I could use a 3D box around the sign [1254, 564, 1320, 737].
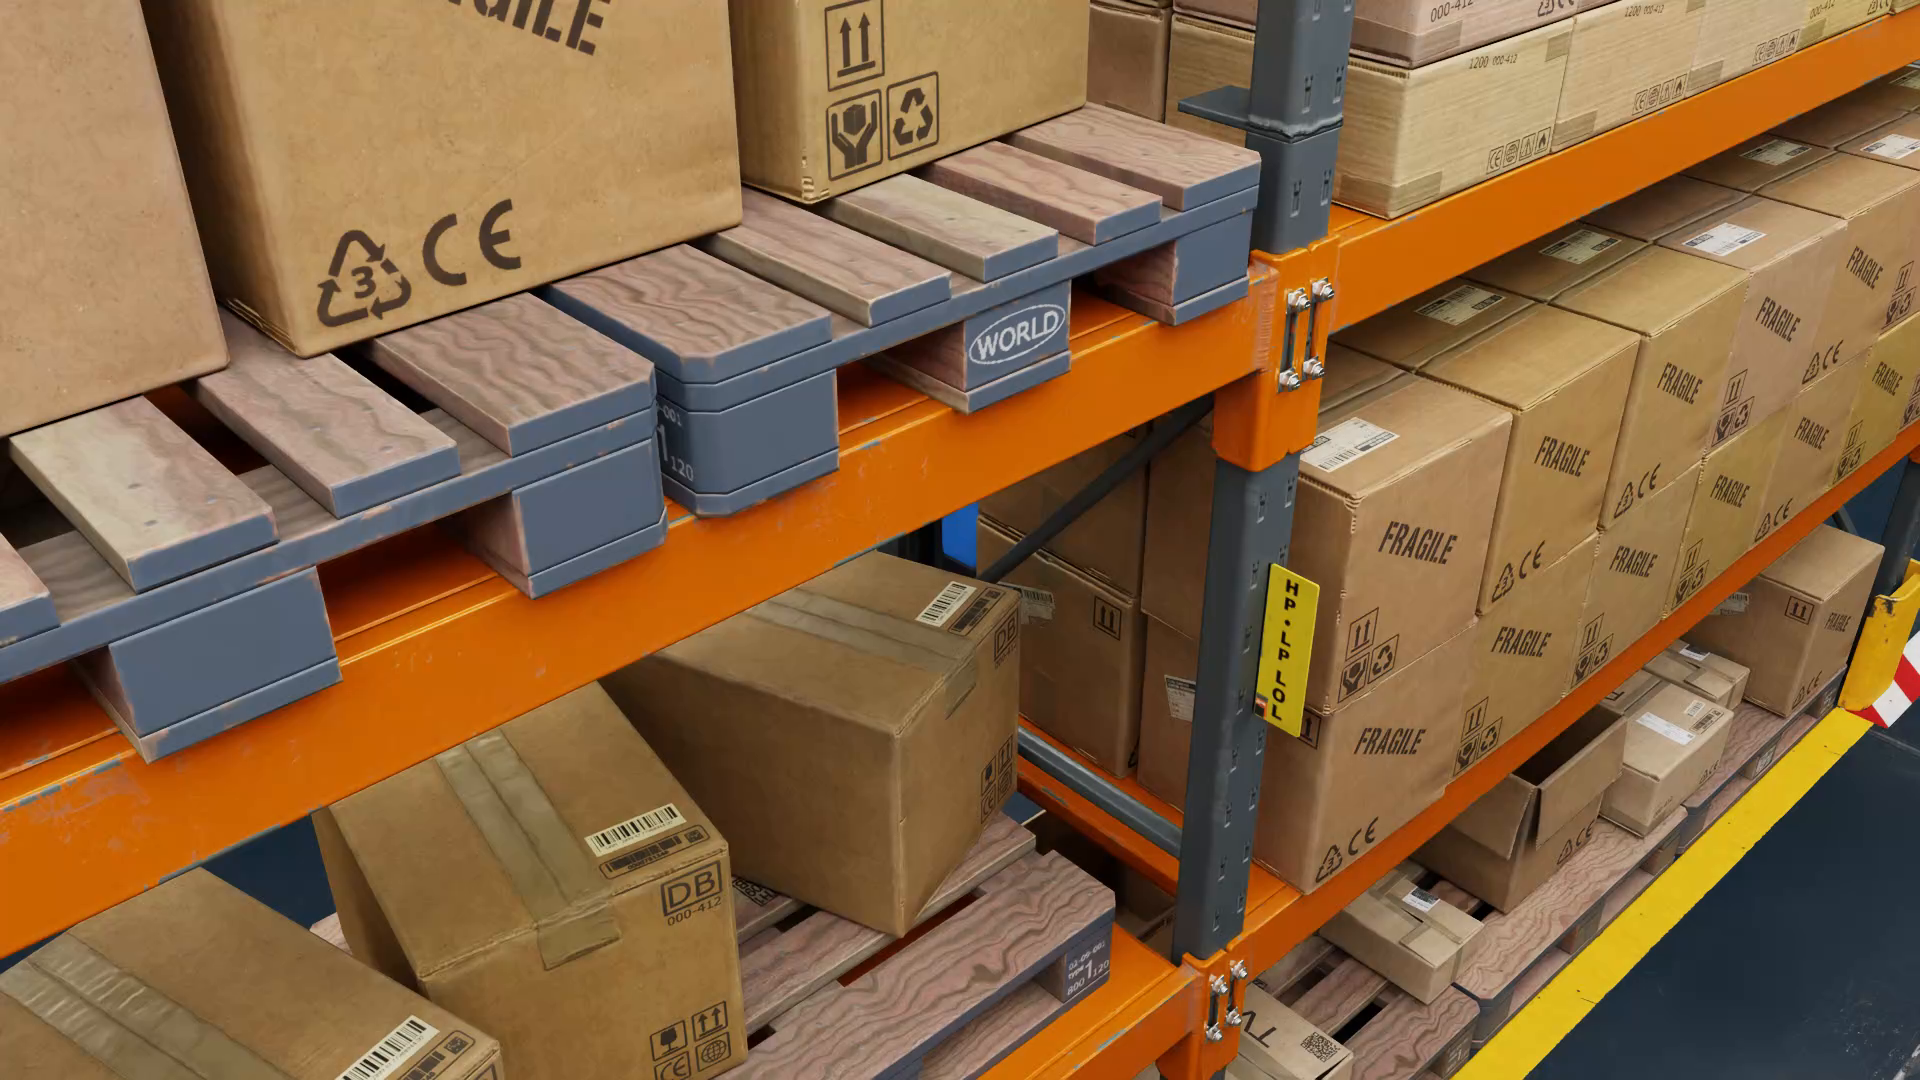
[{"bbox_3d":[0.576,0.198,2.941,0.005,0.325,0.100,-26,40,-35],"label":"sign"}]

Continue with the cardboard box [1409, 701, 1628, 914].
[{"bbox_3d":[1.570,0.690,5.217,0.637,0.503,0.797,-26,40,-35],"label":"cardboard box"}]

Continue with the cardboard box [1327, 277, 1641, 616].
[{"bbox_3d":[1.111,-0.231,3.698,0.500,0.500,0.500,-27,41,-37],"label":"cardboard box"}]

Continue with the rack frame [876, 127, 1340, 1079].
[{"bbox_3d":[0.196,0.481,3.588,0.127,3.000,1.000,-26,40,-35],"label":"rack frame"}]

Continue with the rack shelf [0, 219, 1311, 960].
[{"bbox_3d":[-1.270,0.218,1.833,4.000,0.370,1.077,-26,40,-35],"label":"rack shelf"}]

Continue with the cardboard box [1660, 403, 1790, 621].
[{"bbox_3d":[1.869,-0.178,4.571,0.500,0.500,0.500,-26,40,-36],"label":"cardboard box"}]

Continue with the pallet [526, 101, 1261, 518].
[{"bbox_3d":[-0.330,-0.514,2.520,1.003,0.211,1.213,-26,40,-35],"label":"pallet"}]

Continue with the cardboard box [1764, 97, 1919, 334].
[{"bbox_3d":[2.620,-0.964,4.897,0.500,0.500,0.500,-25,39,-34],"label":"cardboard box"}]

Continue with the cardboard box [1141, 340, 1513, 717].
[{"bbox_3d":[0.733,-0.048,3.398,0.500,0.500,0.500,-25,39,-34],"label":"cardboard box"}]

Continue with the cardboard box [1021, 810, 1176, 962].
[{"bbox_3d":[0.421,1.049,4.633,0.500,0.500,0.500,-26,40,-35],"label":"cardboard box"}]

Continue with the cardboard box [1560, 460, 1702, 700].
[{"bbox_3d":[1.497,0.003,4.275,0.500,0.500,0.500,-26,40,-36],"label":"cardboard box"}]

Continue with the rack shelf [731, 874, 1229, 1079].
[{"bbox_3d":[-1.270,1.497,2.615,4.000,0.370,1.077,-26,40,-35],"label":"rack shelf"}]

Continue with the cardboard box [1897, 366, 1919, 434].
[{"bbox_3d":[2.986,-0.717,5.452,0.500,0.500,0.500,-24,39,-34],"label":"cardboard box"}]

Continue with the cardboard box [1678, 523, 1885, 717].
[{"bbox_3d":[2.898,0.228,5.976,0.500,0.500,0.500,-26,40,-35],"label":"cardboard box"}]

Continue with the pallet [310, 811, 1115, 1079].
[{"bbox_3d":[-0.464,0.805,3.243,1.213,0.211,1.003,-26,40,-35],"label":"pallet"}]

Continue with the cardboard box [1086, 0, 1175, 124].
[{"bbox_3d":[0.372,-1.009,3.293,0.500,0.250,0.500,-26,40,-35],"label":"cardboard box"}]

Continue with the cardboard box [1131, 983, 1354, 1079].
[{"bbox_3d":[0.651,1.374,4.283,0.500,0.311,0.500,-26,40,-35],"label":"cardboard box"}]

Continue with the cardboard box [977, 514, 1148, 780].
[{"bbox_3d":[0.388,0.163,4.012,0.500,0.500,0.500,-25,39,-35],"label":"cardboard box"}]

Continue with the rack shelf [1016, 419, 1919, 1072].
[{"bbox_3d":[1.663,0.079,4.936,4.000,0.370,1.077,-26,40,-35],"label":"rack shelf"}]

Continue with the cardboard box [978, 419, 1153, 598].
[{"bbox_3d":[0.391,-0.266,3.756,0.500,0.500,0.500,-26,40,-35],"label":"cardboard box"}]

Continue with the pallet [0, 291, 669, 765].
[{"bbox_3d":[-1.088,-0.145,1.916,1.003,0.211,1.213,-26,40,-35],"label":"pallet"}]

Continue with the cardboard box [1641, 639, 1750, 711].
[{"bbox_3d":[2.540,0.480,5.884,0.250,0.166,0.380,-26,40,-35],"label":"cardboard box"}]

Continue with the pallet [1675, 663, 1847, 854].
[{"bbox_3d":[2.490,0.562,6.129,1.213,0.211,1.003,-26,40,-35],"label":"pallet"}]

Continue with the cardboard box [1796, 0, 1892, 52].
[{"bbox_3d":[1.822,-1.344,3.840,0.500,0.250,0.500,-26,40,-35],"label":"cardboard box"}]

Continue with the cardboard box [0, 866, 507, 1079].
[{"bbox_3d":[-1.057,0.910,2.389,0.700,0.500,0.500,18,36,27],"label":"cardboard box"}]

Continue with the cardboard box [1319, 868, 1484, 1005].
[{"bbox_3d":[1.278,1.125,4.828,0.250,0.166,0.380,-26,40,-35],"label":"cardboard box"}]

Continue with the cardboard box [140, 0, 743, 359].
[{"bbox_3d":[-0.698,-0.667,1.996,0.600,0.600,0.600,-26,40,-36],"label":"cardboard box"}]

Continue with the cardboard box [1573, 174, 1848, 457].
[{"bbox_3d":[1.866,-0.596,4.296,0.500,0.500,0.500,-24,39,-34],"label":"cardboard box"}]

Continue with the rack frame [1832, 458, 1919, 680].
[{"bbox_3d":[3.129,-0.938,5.908,0.127,3.000,1.000,-26,40,-35],"label":"rack frame"}]

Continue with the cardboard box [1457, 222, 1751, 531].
[{"bbox_3d":[1.488,-0.413,3.996,0.500,0.500,0.500,-27,41,-37],"label":"cardboard box"}]

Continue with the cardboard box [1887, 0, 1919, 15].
[{"bbox_3d":[2.200,-1.515,4.120,0.500,0.250,0.500,-26,40,-35],"label":"cardboard box"}]

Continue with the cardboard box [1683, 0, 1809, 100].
[{"bbox_3d":[1.458,-1.165,3.548,0.500,0.250,0.500,-26,40,-35],"label":"cardboard box"}]

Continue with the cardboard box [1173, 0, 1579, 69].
[{"bbox_3d":[0.722,-1.025,2.841,0.500,0.250,0.500,-26,40,-35],"label":"cardboard box"}]

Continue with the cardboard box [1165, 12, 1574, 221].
[{"bbox_3d":[0.721,-0.812,2.972,0.500,0.250,0.500,-26,40,-35],"label":"cardboard box"}]

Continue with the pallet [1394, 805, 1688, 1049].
[{"bbox_3d":[1.595,0.993,5.424,1.213,0.211,1.003,-26,40,-35],"label":"pallet"}]

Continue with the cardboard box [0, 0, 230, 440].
[{"bbox_3d":[-1.200,-0.438,1.622,0.600,0.600,0.600,27,41,37],"label":"cardboard box"}]

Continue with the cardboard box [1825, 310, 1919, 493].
[{"bbox_3d":[2.608,-0.532,5.149,0.500,0.500,0.500,-25,40,-35],"label":"cardboard box"}]

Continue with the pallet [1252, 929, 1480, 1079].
[{"bbox_3d":[0.700,1.428,4.713,1.213,0.211,1.003,-26,40,-35],"label":"pallet"}]

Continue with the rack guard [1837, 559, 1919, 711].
[{"bbox_3d":[3.073,0.156,6.516,0.348,0.500,1.175,-26,40,-35],"label":"rack guard"}]

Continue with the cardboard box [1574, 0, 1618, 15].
[{"bbox_3d":[1.087,-1.203,3.132,0.500,0.250,0.500,-26,40,-35],"label":"cardboard box"}]

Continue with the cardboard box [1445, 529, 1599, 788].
[{"bbox_3d":[1.128,0.179,3.986,0.500,0.500,0.500,-25,39,-35],"label":"cardboard box"}]

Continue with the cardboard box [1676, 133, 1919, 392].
[{"bbox_3d":[2.243,-0.779,4.594,0.500,0.500,0.500,-25,39,-34],"label":"cardboard box"}]

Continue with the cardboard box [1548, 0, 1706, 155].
[{"bbox_3d":[1.090,-0.988,3.259,0.500,0.250,0.500,-26,40,-35],"label":"cardboard box"}]

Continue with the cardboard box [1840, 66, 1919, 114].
[{"bbox_3d":[2.990,-1.144,5.191,0.500,0.500,0.500,-26,40,-36],"label":"cardboard box"}]

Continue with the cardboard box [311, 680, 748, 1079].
[{"bbox_3d":[-0.765,0.610,2.879,0.500,0.500,0.700,-19,36,-28],"label":"cardboard box"}]

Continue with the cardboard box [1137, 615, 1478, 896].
[{"bbox_3d":[0.755,0.362,3.687,0.500,0.500,0.500,-25,39,-34],"label":"cardboard box"}]

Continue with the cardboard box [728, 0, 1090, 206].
[{"bbox_3d":[-0.223,-0.913,2.397,0.600,0.600,0.600,25,39,35],"label":"cardboard box"}]

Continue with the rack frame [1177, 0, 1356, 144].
[{"bbox_3d":[0.196,-2.078,2.023,0.127,3.000,1.000,-26,40,-35],"label":"rack frame"}]

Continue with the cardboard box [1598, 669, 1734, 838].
[{"bbox_3d":[2.181,0.660,5.509,0.500,0.250,0.500,-26,40,-35],"label":"cardboard box"}]

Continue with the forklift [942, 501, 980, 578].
[{"bbox_3d":[0.789,-1.593,7.046,1.130,2.935,3.031,27,40,36],"label":"forklift"}]

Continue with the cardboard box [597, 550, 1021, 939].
[{"bbox_3d":[-0.303,0.342,3.317,0.700,0.500,0.500,15,35,23],"label":"cardboard box"}]

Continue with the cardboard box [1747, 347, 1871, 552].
[{"bbox_3d":[2.238,-0.357,4.863,0.500,0.500,0.500,-25,40,-35],"label":"cardboard box"}]

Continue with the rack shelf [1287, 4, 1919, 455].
[{"bbox_3d":[1.663,-1.201,4.153,4.000,0.370,1.077,-26,40,-35],"label":"rack shelf"}]

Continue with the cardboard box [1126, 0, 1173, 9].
[{"bbox_3d":[0.368,-1.224,3.166,0.500,0.250,0.500,-26,40,-35],"label":"cardboard box"}]
